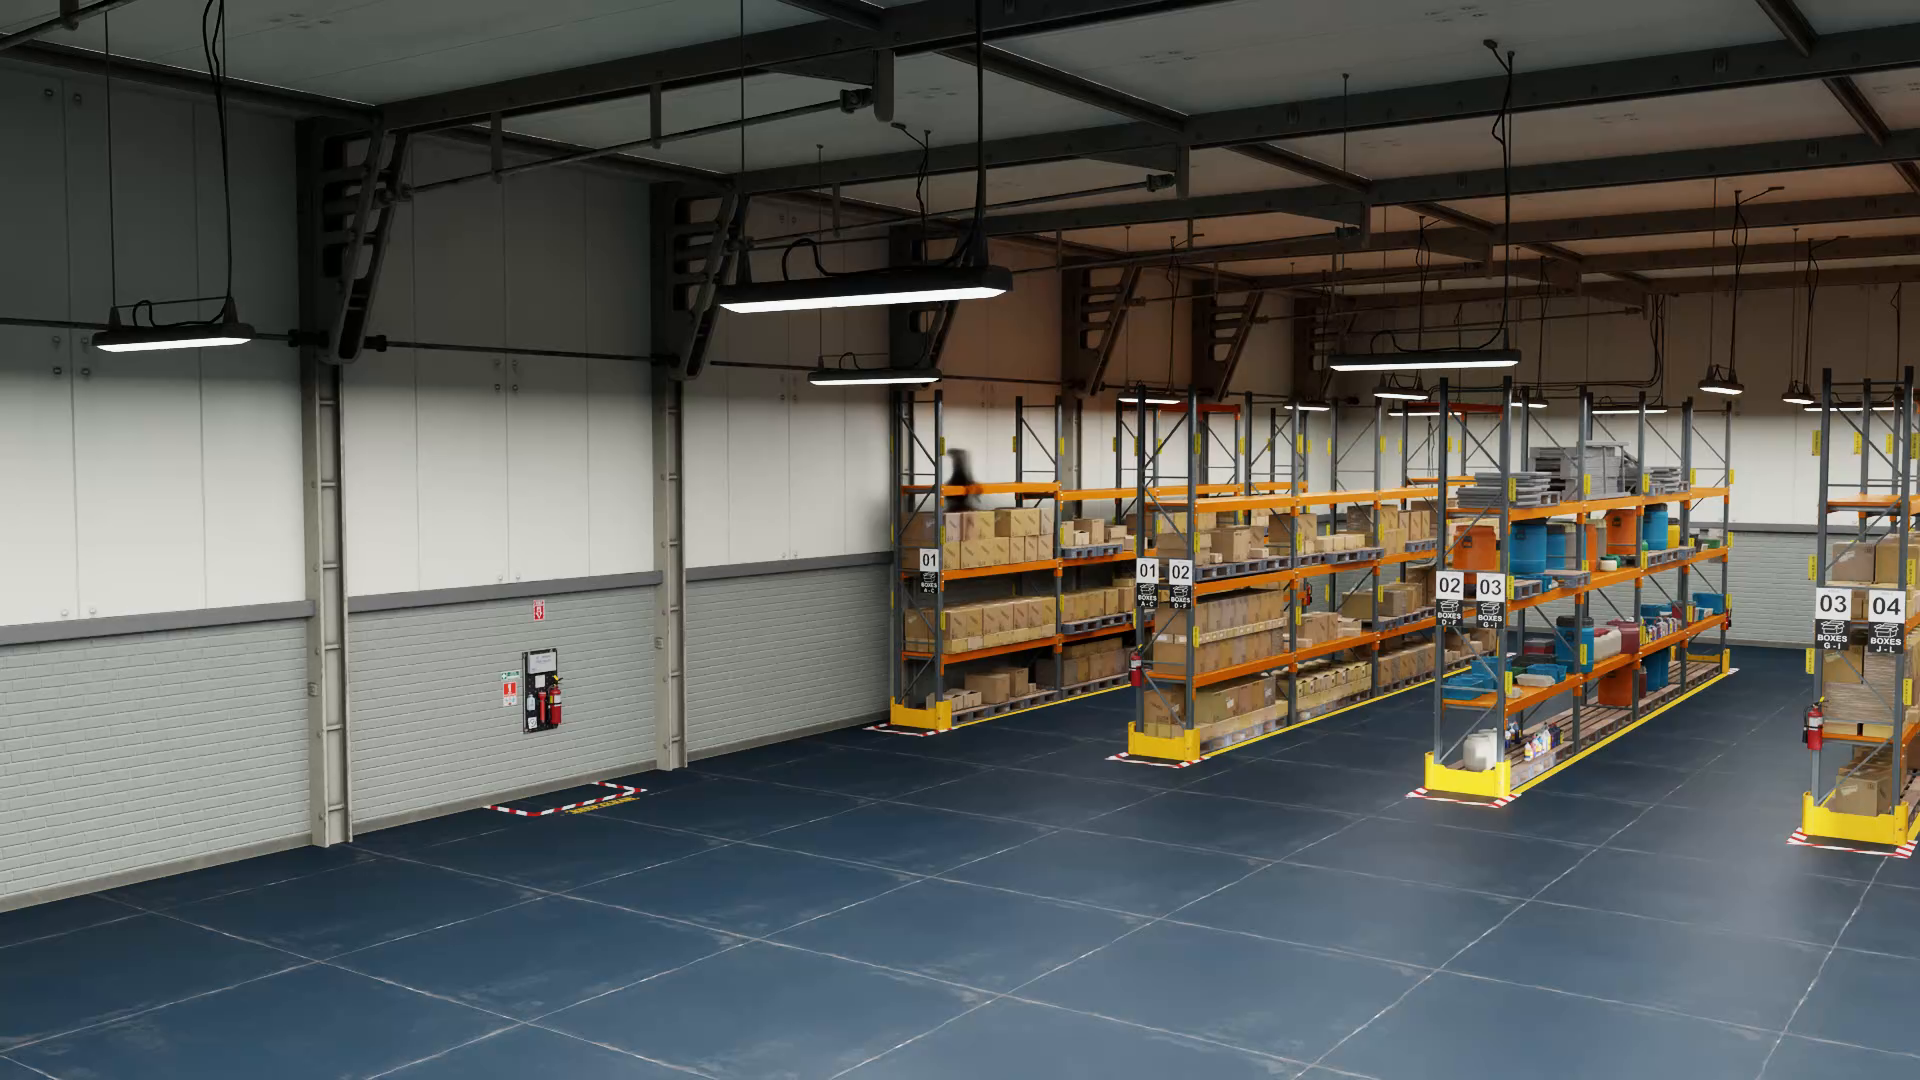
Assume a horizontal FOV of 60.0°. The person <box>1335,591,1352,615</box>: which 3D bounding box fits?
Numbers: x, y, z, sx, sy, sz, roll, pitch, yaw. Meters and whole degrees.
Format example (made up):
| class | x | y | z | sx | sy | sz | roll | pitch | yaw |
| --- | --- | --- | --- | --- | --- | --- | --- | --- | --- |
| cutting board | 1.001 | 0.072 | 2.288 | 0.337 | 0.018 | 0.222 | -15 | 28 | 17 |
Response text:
| class | x | y | z | sx | sy | sz | roll | pitch | yaw |
| --- | --- | --- | --- | --- | --- | --- | --- | --- | --- |
| person | 9.333 | 1.983 | 39.839 | 0.700 | 1.578 | 0.976 | 1 | 3 | 16 |
